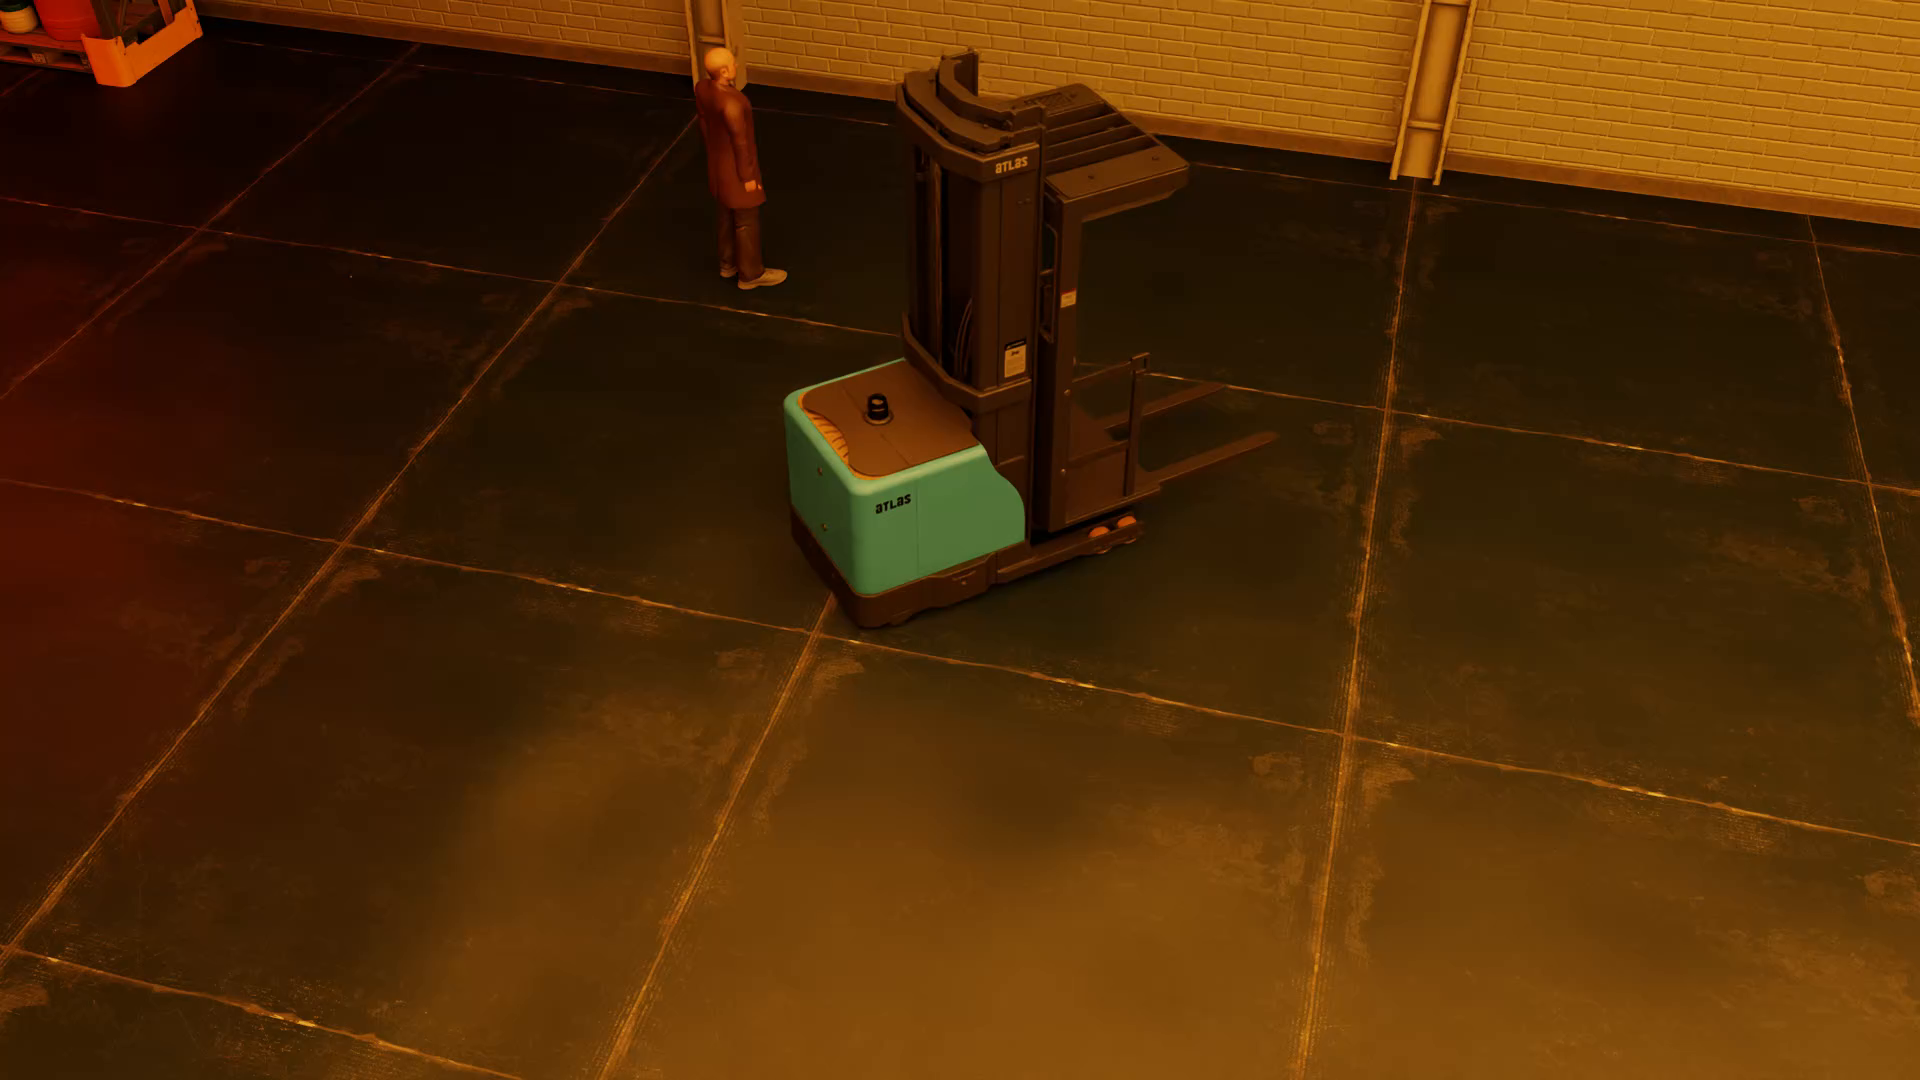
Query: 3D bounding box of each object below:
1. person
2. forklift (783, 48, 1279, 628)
[{"bbox_3d":[-1.571,-2.645,11.750,0.393,1.782,0.547,-27,48,-27],"label":"person"},{"bbox_3d":[0.528,-1.306,9.351,3.031,2.935,1.130,-20,45,-21],"label":"forklift"}]
